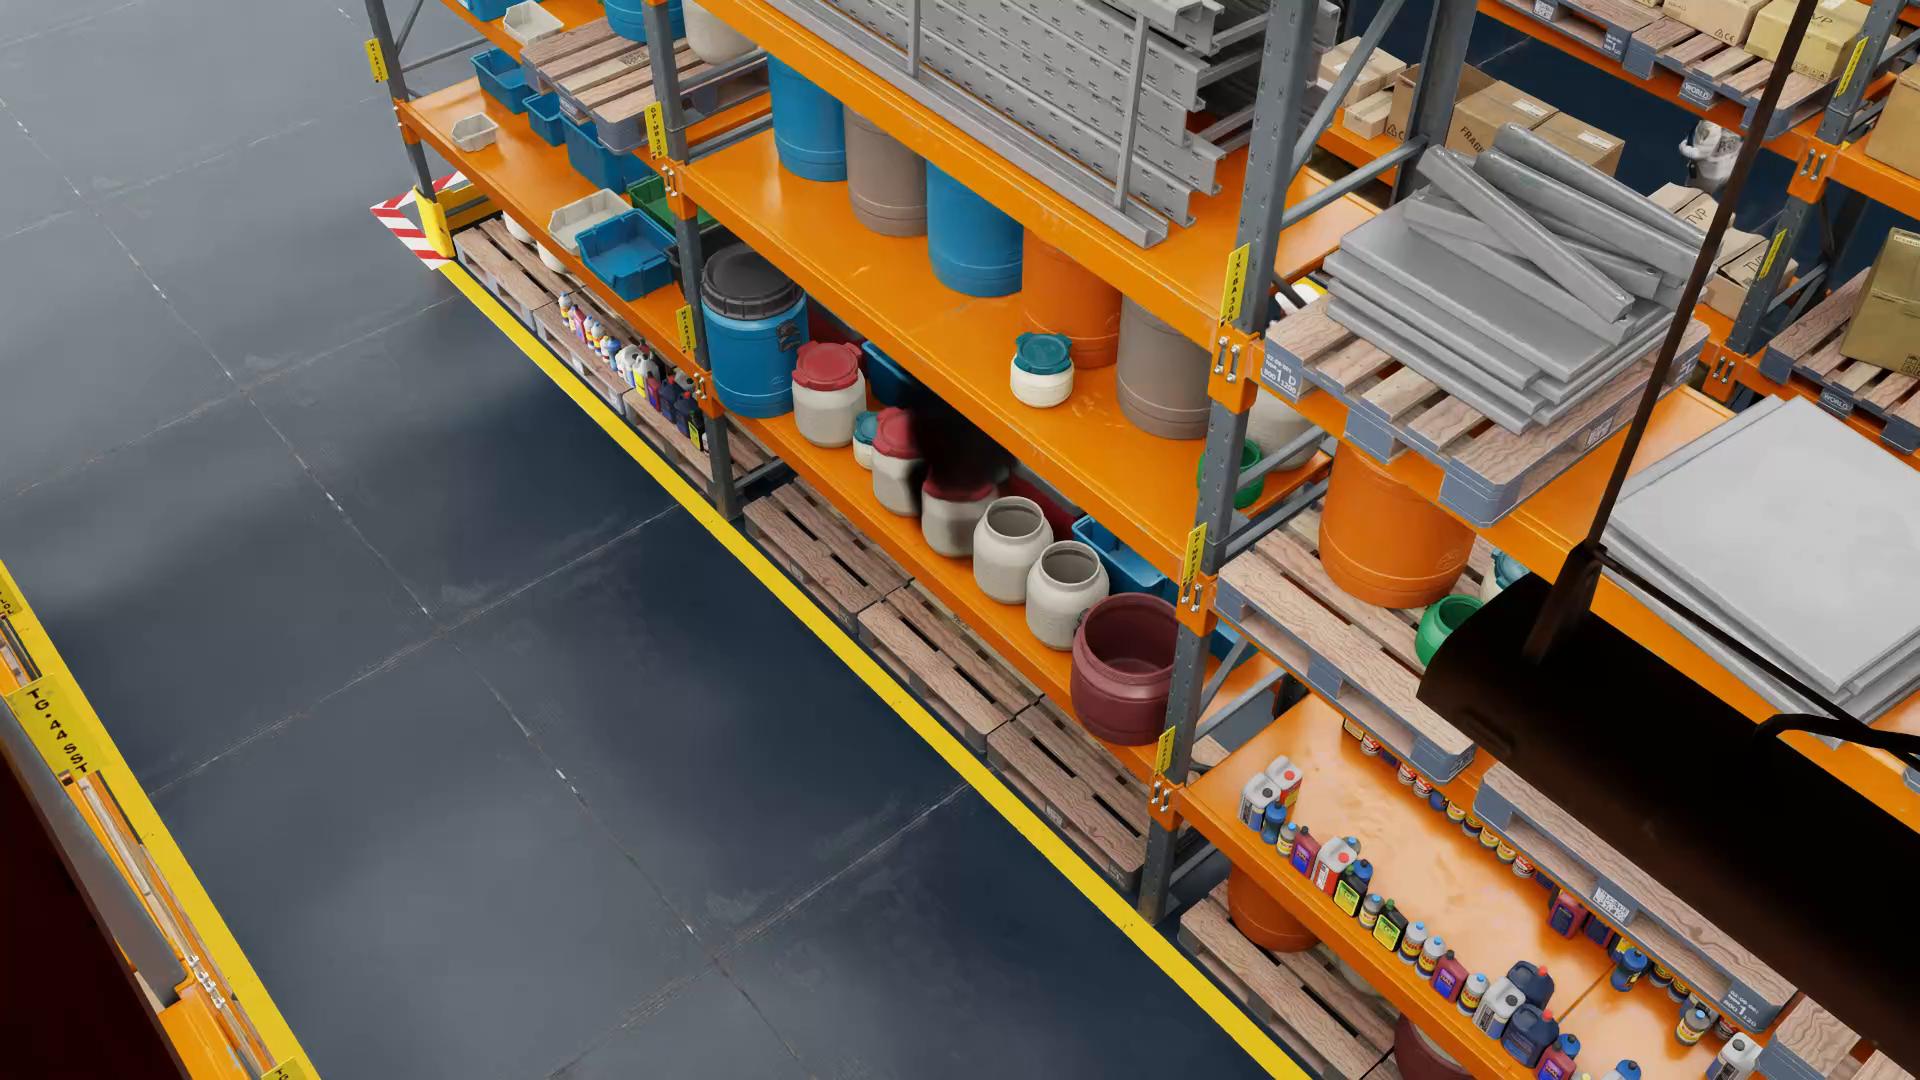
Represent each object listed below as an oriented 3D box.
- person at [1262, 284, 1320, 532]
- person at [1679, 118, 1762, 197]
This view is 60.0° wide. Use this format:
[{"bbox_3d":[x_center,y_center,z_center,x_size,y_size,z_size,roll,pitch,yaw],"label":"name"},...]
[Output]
[{"bbox_3d":[1.929,-0.845,10.128,0.649,1.795,0.871,-35,56,-28],"label":"person"},{"bbox_3d":[5.613,-2.703,12.303,0.608,1.616,0.683,-25,52,-22],"label":"person"}]
